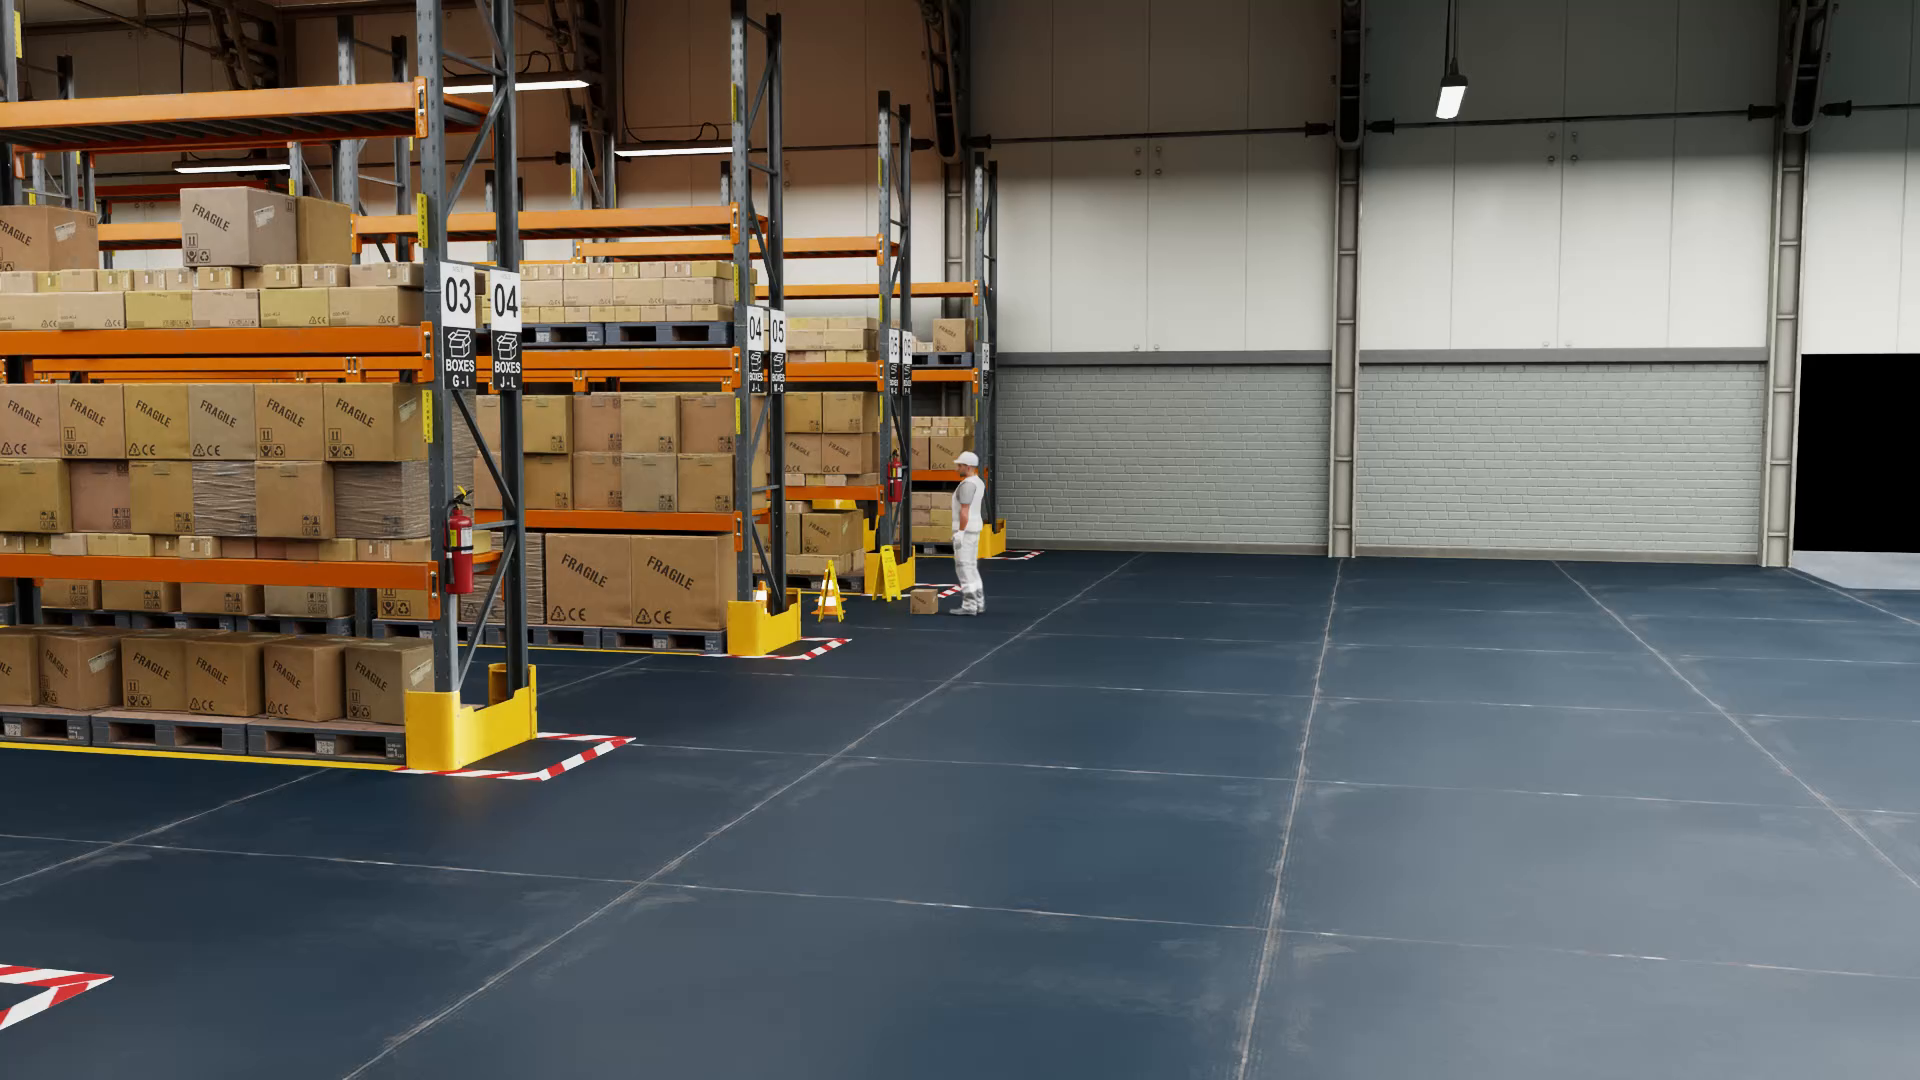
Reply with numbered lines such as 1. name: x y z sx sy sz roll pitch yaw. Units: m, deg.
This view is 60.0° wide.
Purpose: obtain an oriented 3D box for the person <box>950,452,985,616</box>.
1. person: 0.077 -0.072 18.205 0.338 1.785 0.525 1 5 15
